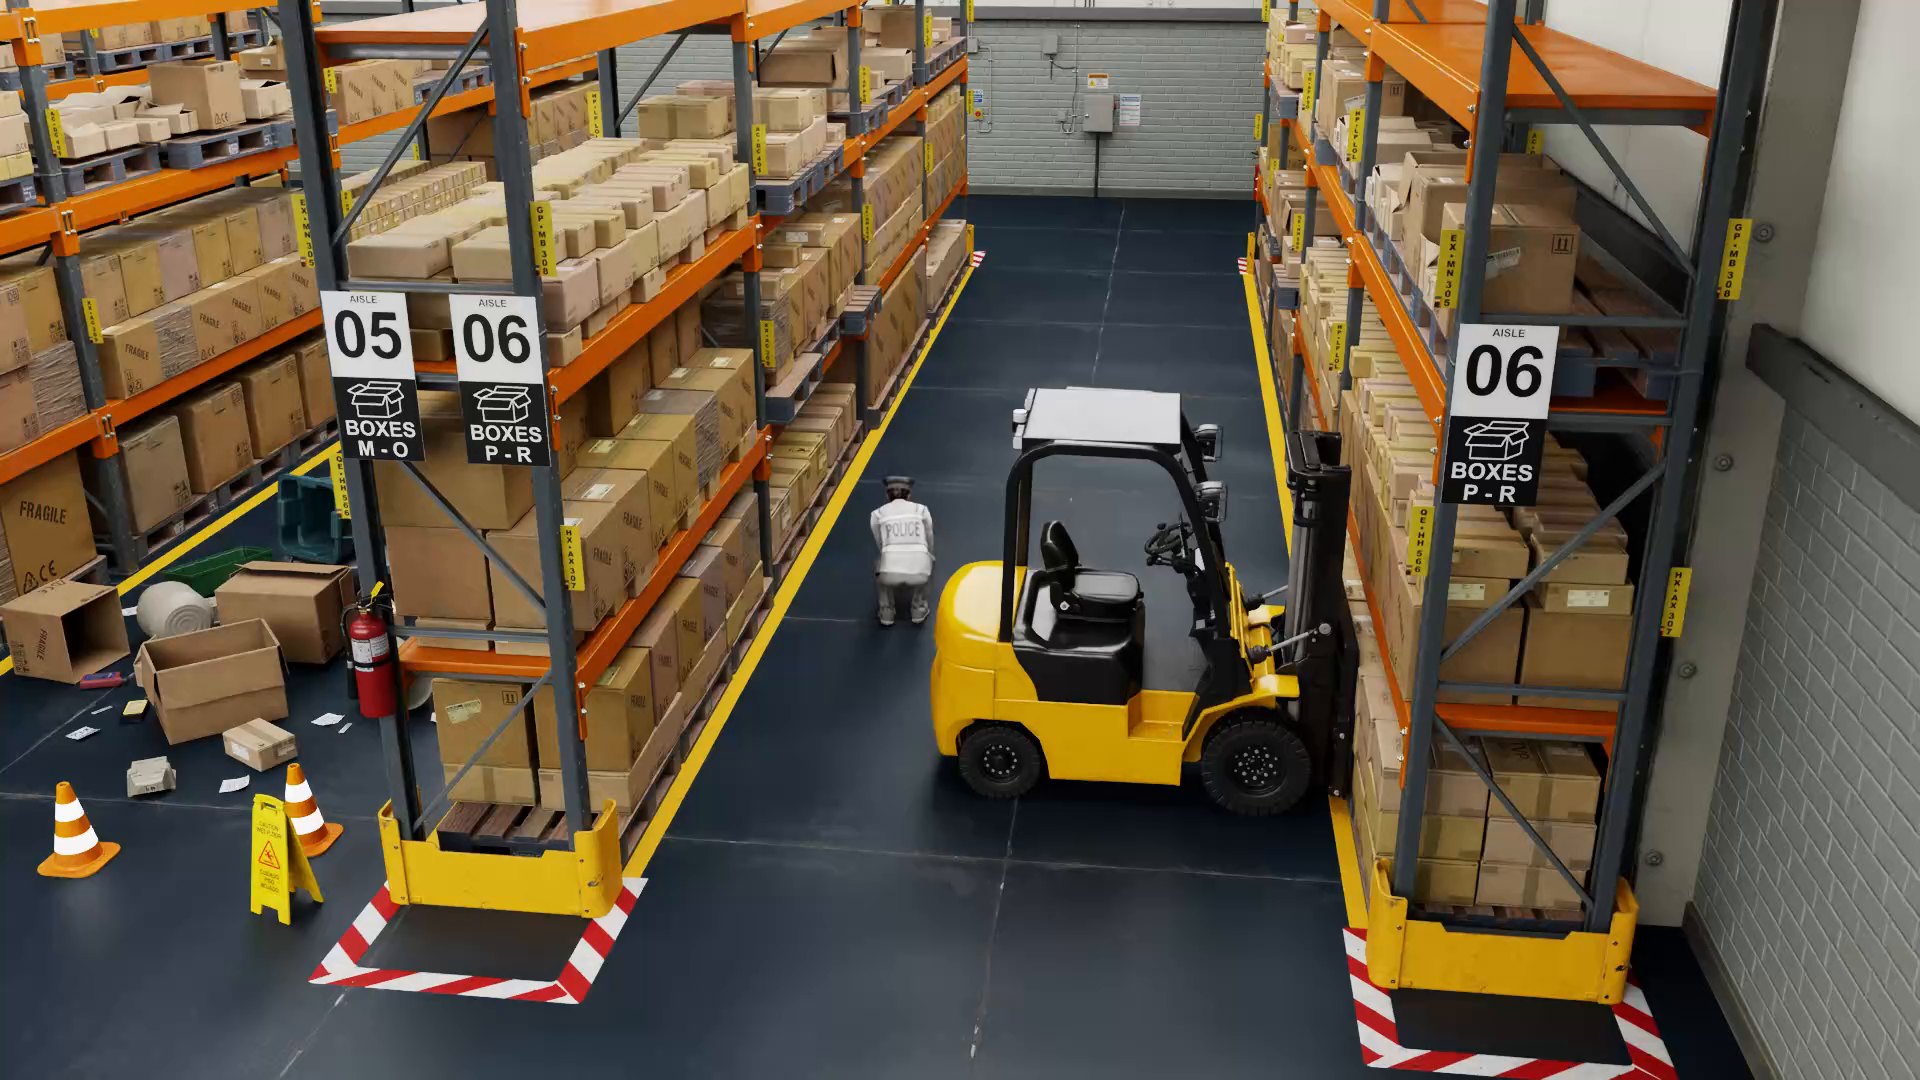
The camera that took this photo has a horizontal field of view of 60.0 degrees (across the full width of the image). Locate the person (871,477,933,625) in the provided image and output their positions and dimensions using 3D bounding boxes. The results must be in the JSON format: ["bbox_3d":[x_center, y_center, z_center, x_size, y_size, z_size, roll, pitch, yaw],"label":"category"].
[{"bbox_3d":[-0.416,0.068,11.871,0.443,0.981,0.835,1,21,1],"label":"person"}]
